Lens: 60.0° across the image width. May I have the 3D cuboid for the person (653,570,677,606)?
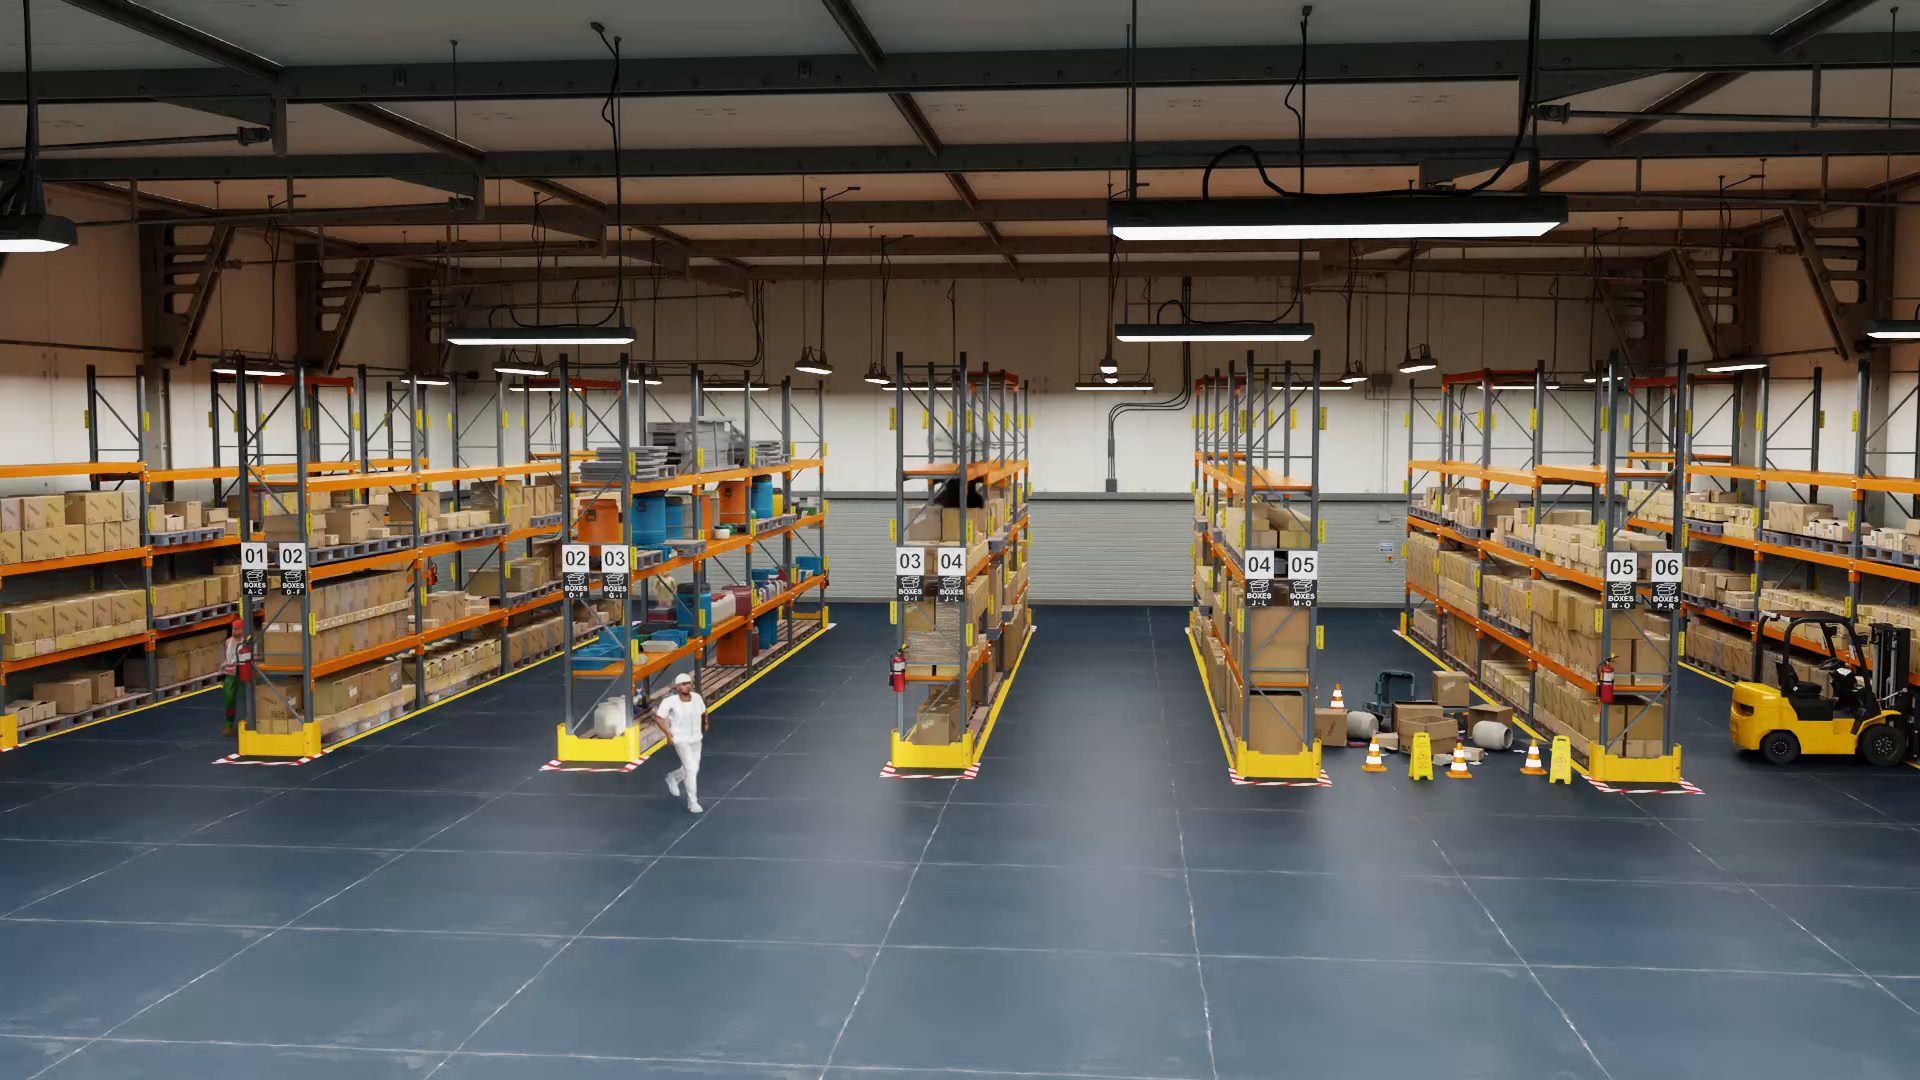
[{"bbox_3d":[-6.920,1.415,39.033,0.569,1.623,0.546,-1,4,-10],"label":"person"}]

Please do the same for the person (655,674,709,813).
[{"bbox_3d":[-3.567,2.601,21.581,0.690,1.763,0.823,-4,5,-41],"label":"person"}]

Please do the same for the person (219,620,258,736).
[{"bbox_3d":[-11.597,2.179,26.750,0.666,1.793,0.922,0,4,5],"label":"person"}]
